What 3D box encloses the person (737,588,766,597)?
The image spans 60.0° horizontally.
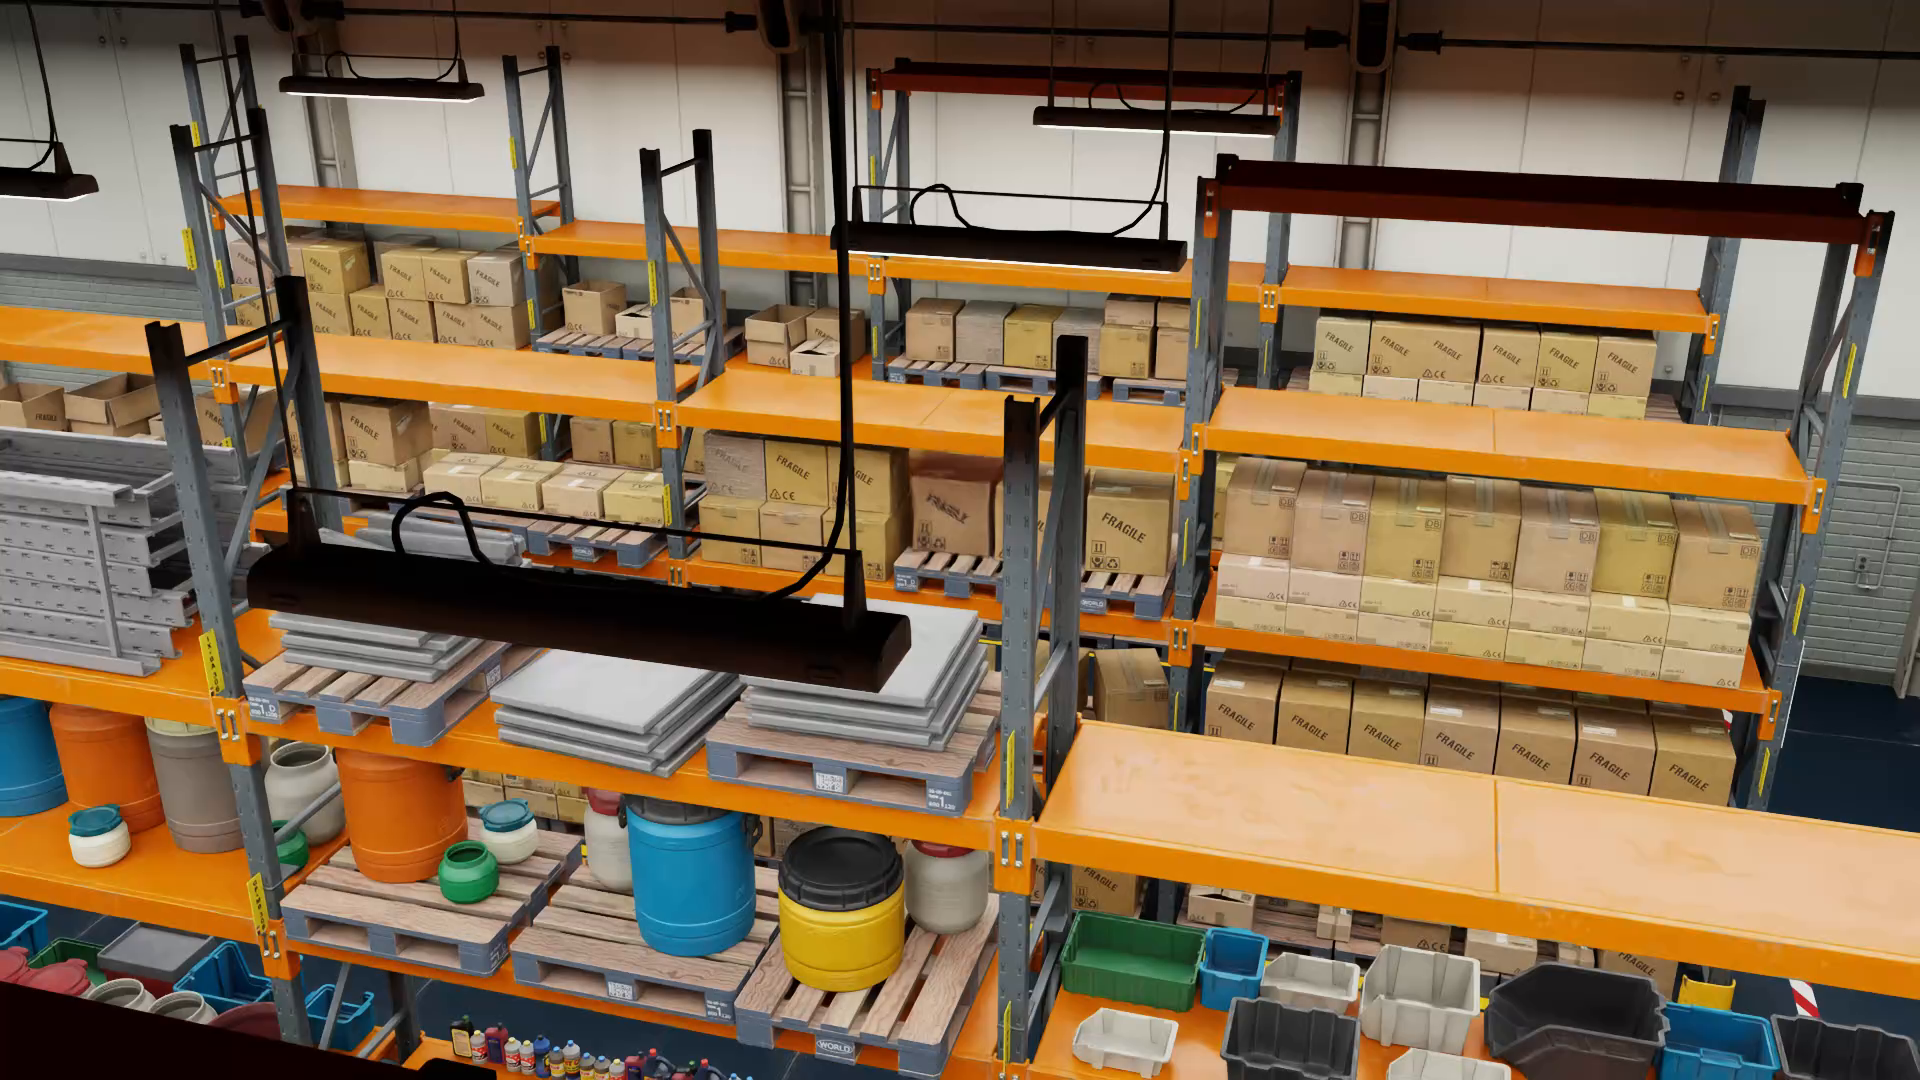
[{"bbox_3d":[-2.244,0.898,16.354,0.740,1.813,0.607,4,23,10],"label":"person"}]
